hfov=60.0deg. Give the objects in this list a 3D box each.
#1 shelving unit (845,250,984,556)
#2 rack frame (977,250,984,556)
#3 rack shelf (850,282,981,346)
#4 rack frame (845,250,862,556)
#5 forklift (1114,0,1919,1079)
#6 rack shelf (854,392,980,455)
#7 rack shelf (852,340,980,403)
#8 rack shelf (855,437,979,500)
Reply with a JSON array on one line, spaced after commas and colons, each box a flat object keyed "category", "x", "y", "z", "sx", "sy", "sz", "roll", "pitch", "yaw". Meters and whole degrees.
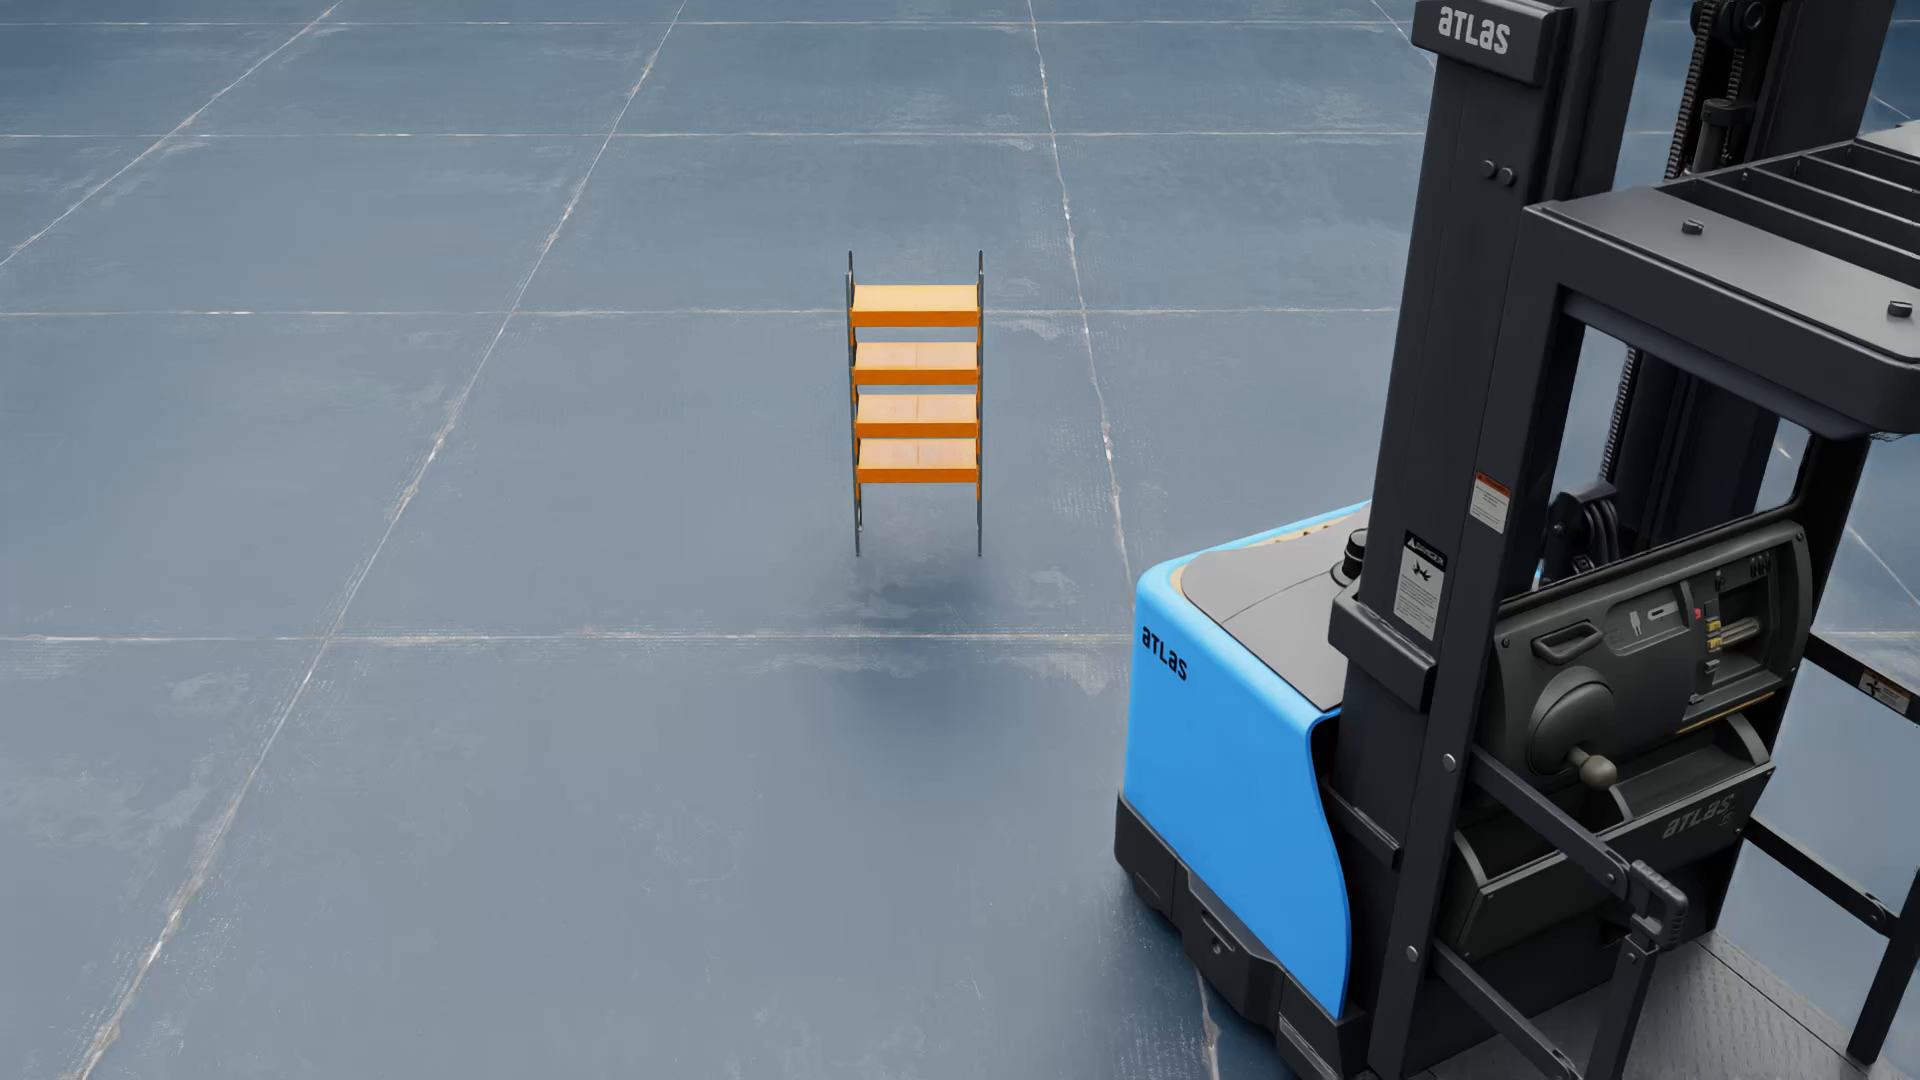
[{"category": "shelving unit", "x": -0.166, "y": -0.512, "z": 6.438, "sx": 0.503, "sy": 1.200, "sz": 0.258, "roll": 0, "pitch": 31, "yaw": 0}, {"category": "rack frame", "x": 0.078, "y": -0.513, "z": 6.439, "sx": 0.015, "sy": 1.200, "sz": 0.240, "roll": 0, "pitch": 31, "yaw": 0}, {"category": "rack shelf", "x": -0.166, "y": -0.848, "z": 6.234, "sx": 0.480, "sy": 0.148, "sz": 0.258, "roll": 0, "pitch": 31, "yaw": 0}, {"category": "rack frame", "x": -0.410, "y": -0.512, "z": 6.437, "sx": 0.015, "sy": 1.200, "sz": 0.240, "roll": 0, "pitch": 31, "yaw": 0}, {"category": "forklift", "x": 1.609, "y": 0.299, "z": 3.432, "sx": 1.130, "sy": 2.935, "sz": 3.031, "roll": -16, "pitch": 35, "yaw": -24}, {"category": "rack shelf", "x": -0.166, "y": -0.455, "z": 6.473, "sx": 0.480, "sy": 0.148, "sz": 0.258, "roll": 0, "pitch": 31, "yaw": 0}, {"category": "rack shelf", "x": -0.166, "y": -0.646, "z": 6.357, "sx": 0.480, "sy": 0.148, "sz": 0.258, "roll": 0, "pitch": 31, "yaw": 0}, {"category": "rack shelf", "x": -0.166, "y": -0.285, "z": 6.576, "sx": 0.480, "sy": 0.148, "sz": 0.258, "roll": 0, "pitch": 31, "yaw": 0}]
